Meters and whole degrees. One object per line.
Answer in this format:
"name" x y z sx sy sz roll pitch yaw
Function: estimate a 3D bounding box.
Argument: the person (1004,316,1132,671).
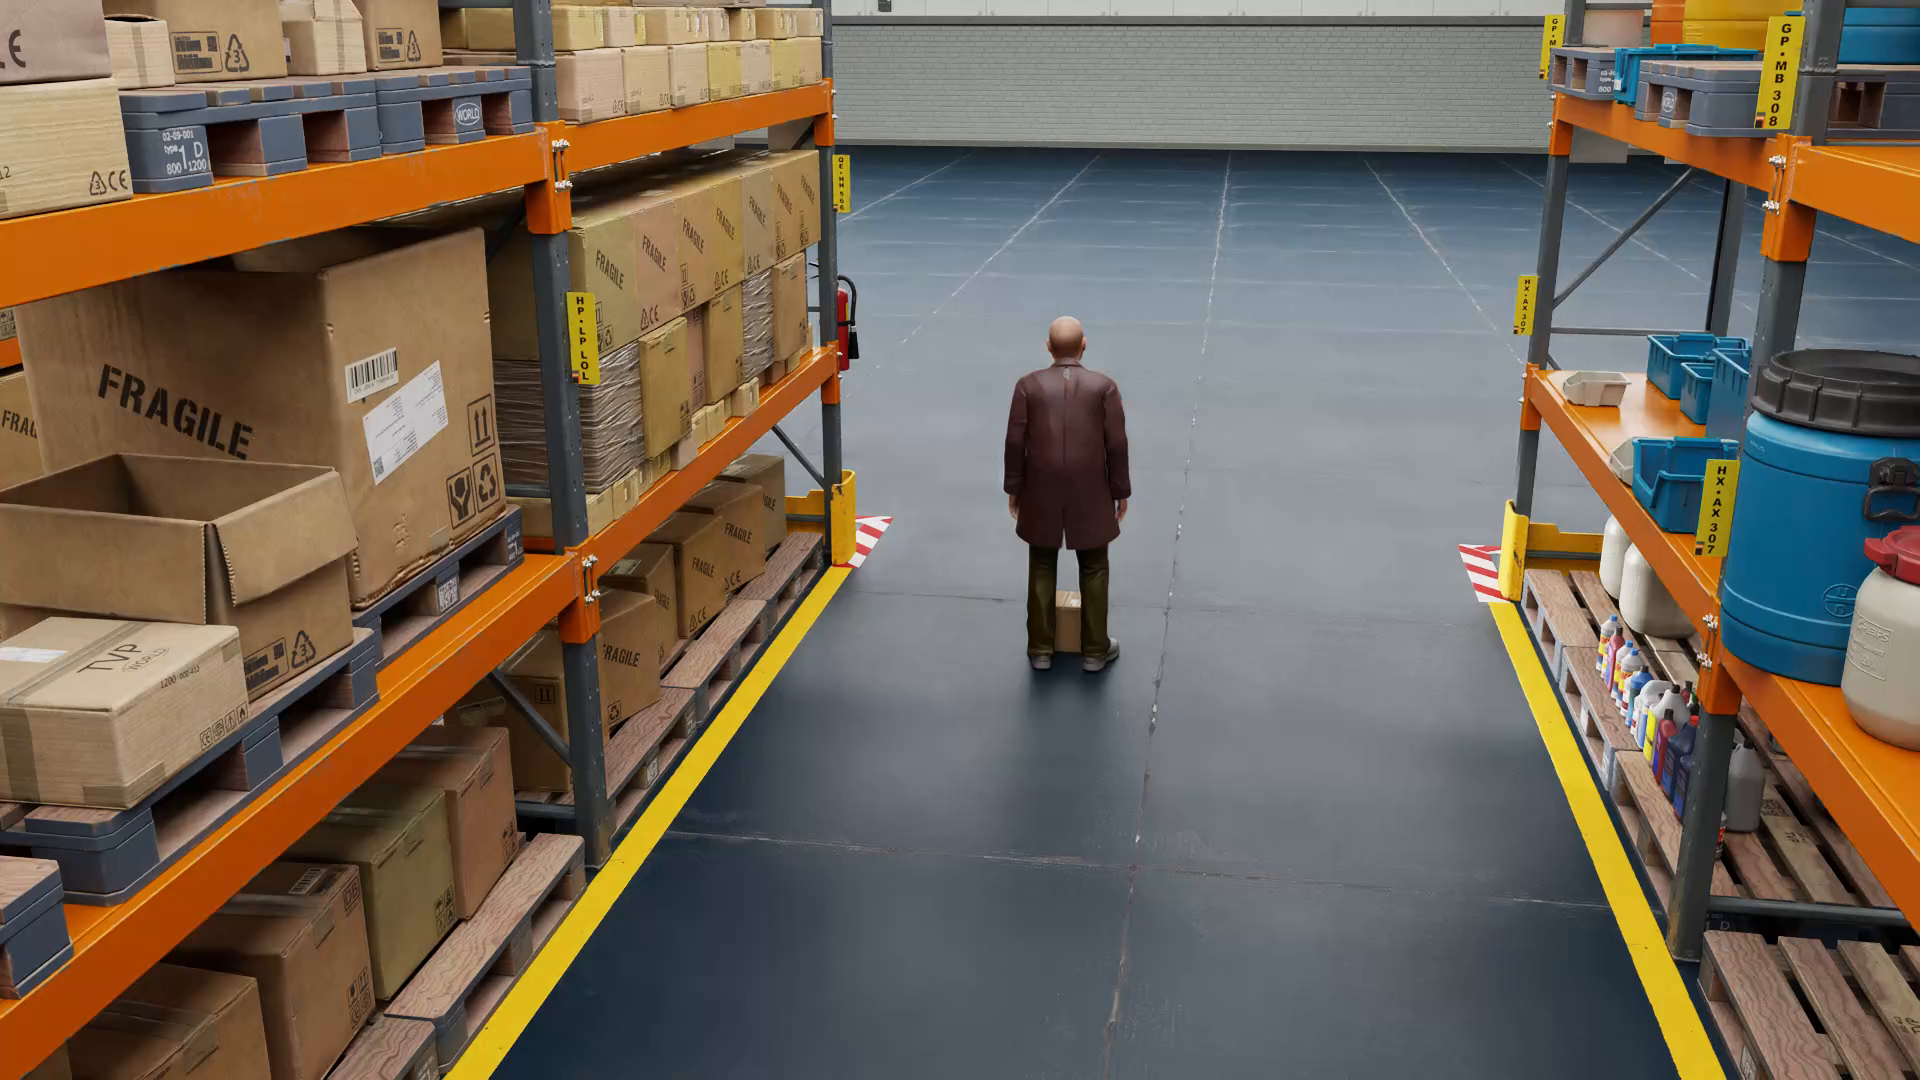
"person" 0.533 -0.224 8.282 0.640 1.773 0.427 3 18 8
